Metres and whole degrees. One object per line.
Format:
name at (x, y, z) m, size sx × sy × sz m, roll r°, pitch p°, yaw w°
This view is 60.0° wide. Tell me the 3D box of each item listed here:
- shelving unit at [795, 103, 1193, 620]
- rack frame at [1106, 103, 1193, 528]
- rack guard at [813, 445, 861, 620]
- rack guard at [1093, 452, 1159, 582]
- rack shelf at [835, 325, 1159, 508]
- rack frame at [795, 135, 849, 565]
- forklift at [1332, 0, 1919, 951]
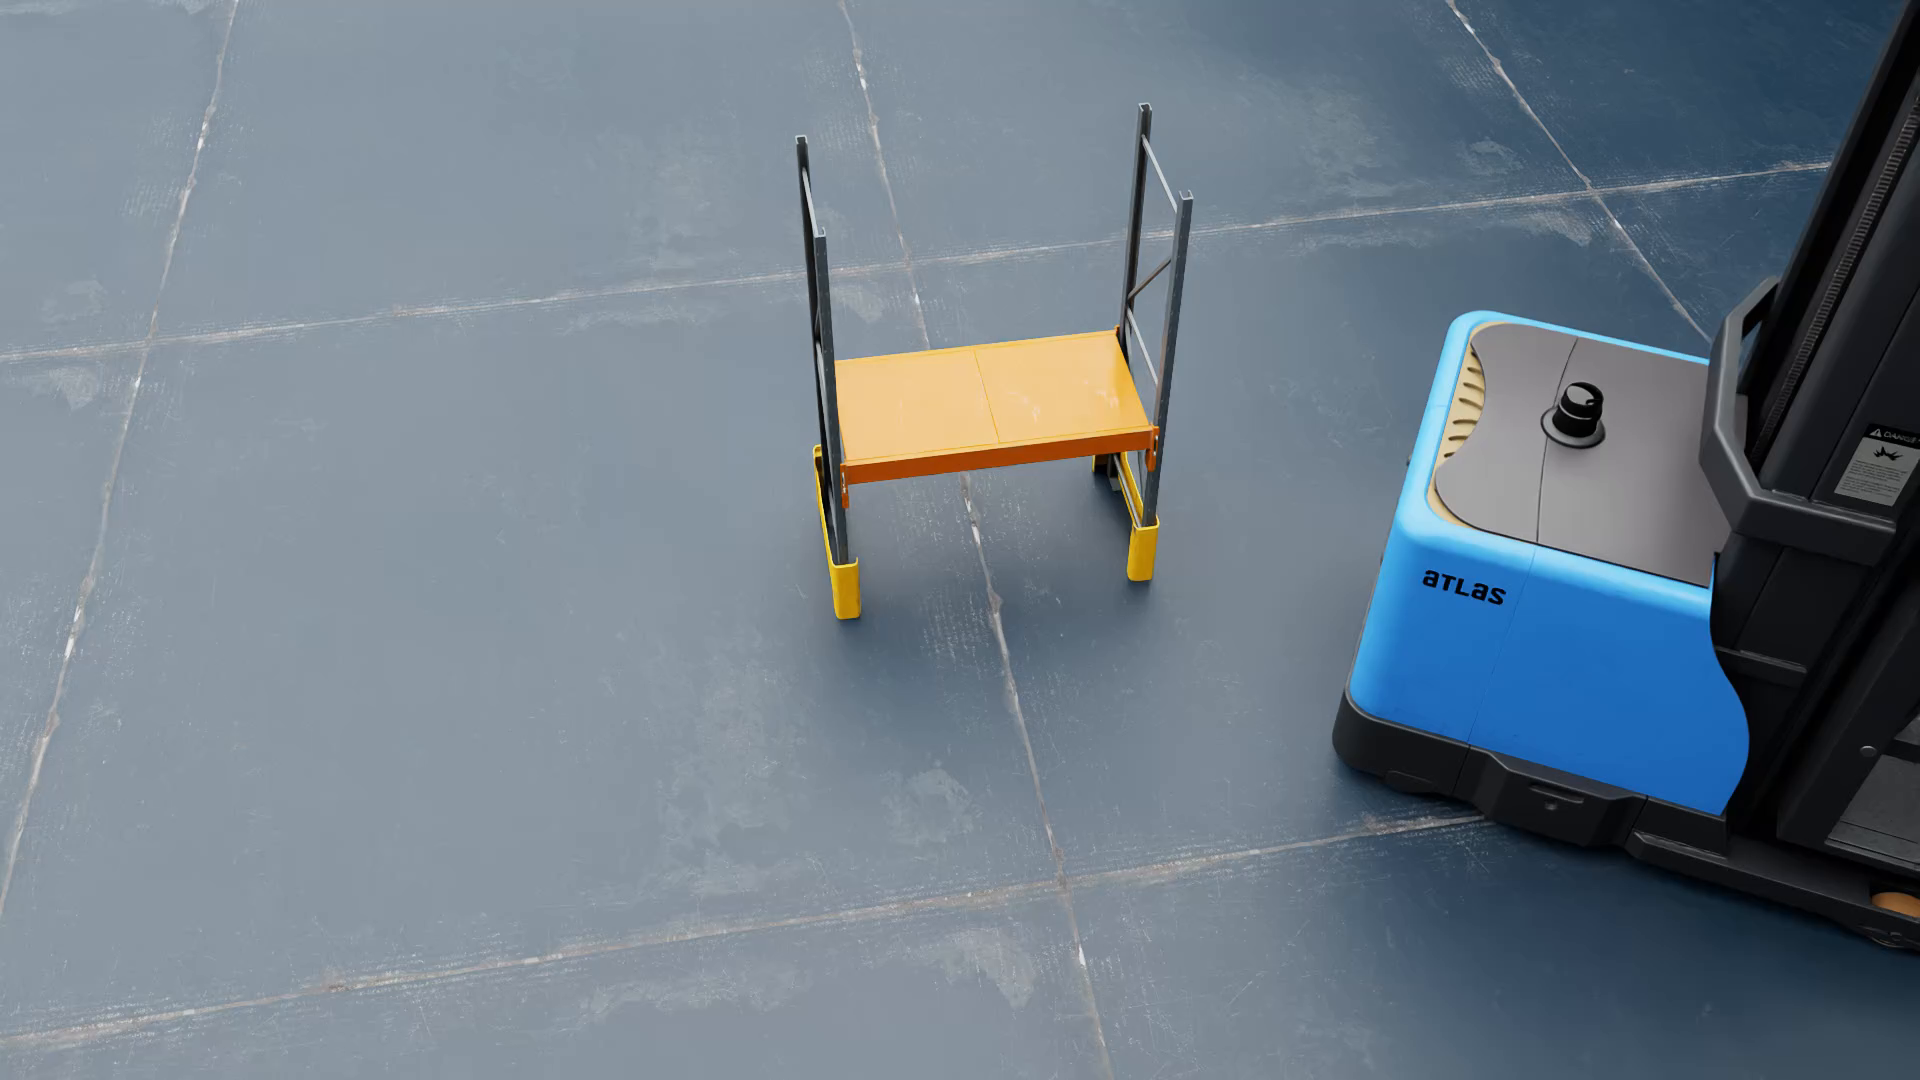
shelving unit at (0.075, -0.530, 5.219) m, size 1.083 × 1.500 × 0.587 m, roll -7°, pitch 46°, yaw -7°
rack frame at (0.585, -0.593, 5.280) m, size 0.032 × 1.500 × 0.500 m, roll -7°, pitch 46°, yaw -7°
rack guard at (-0.416, -0.035, 5.610) m, size 0.087 × 0.250 × 0.587 m, roll -7°, pitch 46°, yaw -7°
rack guard at (0.566, -0.157, 5.728) m, size 0.087 × 0.250 × 0.587 m, roll -7°, pitch 46°, yaw -7°
rack shelf at (0.084, -0.406, 5.350) m, size 1.000 × 0.185 × 0.538 m, roll -7°, pitch 46°, yaw -7°
rack frame at (-0.417, -0.468, 5.160) m, size 0.032 × 1.500 × 0.500 m, roll -7°, pitch 46°, yaw -7°
forklift at (2.702, -0.265, 3.970) m, size 3.031 × 2.935 × 1.130 m, roll 16°, pitch 48°, yaw 14°
